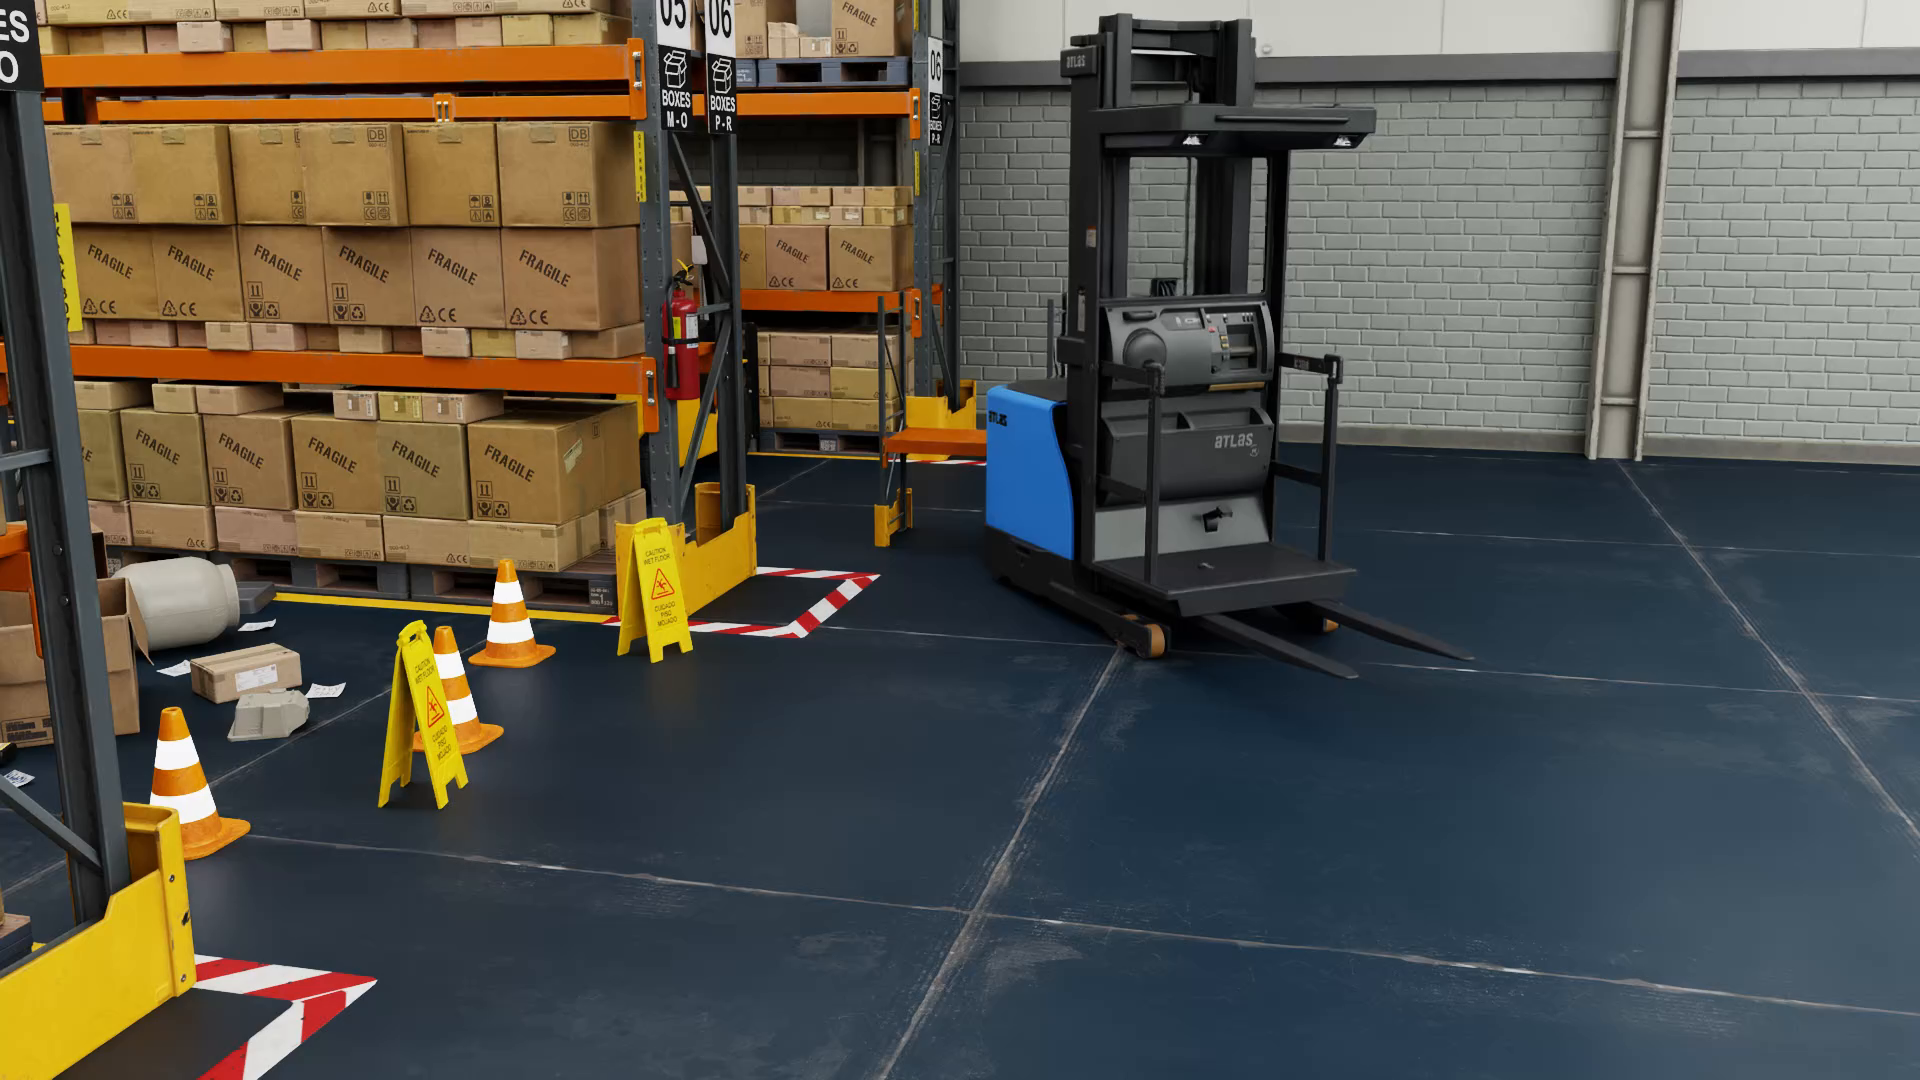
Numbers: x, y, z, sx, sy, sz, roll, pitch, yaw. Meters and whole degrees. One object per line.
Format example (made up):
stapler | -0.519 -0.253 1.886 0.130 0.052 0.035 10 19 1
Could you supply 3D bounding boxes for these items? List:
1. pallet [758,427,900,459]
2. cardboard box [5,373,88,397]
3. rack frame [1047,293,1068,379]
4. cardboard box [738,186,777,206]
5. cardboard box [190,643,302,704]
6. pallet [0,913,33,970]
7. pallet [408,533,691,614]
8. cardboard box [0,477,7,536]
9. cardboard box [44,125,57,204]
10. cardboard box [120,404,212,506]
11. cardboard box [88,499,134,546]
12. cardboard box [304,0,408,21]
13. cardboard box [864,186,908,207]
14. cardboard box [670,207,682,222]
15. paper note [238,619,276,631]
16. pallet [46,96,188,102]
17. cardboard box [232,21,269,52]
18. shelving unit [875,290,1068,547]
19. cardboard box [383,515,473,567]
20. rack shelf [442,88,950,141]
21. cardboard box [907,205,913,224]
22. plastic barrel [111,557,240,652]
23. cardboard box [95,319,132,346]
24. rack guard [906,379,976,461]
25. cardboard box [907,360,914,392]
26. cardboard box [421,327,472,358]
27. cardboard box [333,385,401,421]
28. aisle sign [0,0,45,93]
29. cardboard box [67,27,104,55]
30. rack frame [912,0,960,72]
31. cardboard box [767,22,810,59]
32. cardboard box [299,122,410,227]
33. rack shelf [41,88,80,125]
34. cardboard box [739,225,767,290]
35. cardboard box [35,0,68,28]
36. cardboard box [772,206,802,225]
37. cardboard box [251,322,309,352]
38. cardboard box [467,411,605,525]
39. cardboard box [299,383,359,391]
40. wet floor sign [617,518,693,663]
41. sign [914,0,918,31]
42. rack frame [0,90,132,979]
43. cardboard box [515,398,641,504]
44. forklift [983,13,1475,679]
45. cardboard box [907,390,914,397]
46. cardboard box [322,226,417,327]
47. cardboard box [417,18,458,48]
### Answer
pallet | -0.932 -0.881 13.719 1.213 0.211 1.003 3 13 14
cardboard box | -8.409 -1.588 15.269 0.500 0.500 0.500 3 13 15
rack frame | 0.576 -0.701 9.932 0.032 1.500 0.500 3 13 14
cardboard box | -1.589 -2.730 13.196 0.250 0.149 0.380 3 13 15
cardboard box | -3.121 0.581 7.272 0.250 0.149 0.380 12 17 43
pallet | -3.248 1.215 4.271 1.213 0.211 1.003 3 13 14
pallet | -2.219 0.140 9.115 1.213 0.211 1.003 3 13 14
cardboard box | -2.824 -0.205 3.884 0.550 0.550 0.875 3 13 14
cardboard box | -4.874 -1.989 9.048 0.500 0.500 0.700 3 13 13
cardboard box | -4.218 -0.491 9.171 0.500 0.500 0.500 4 13 16
cardboard box | -4.741 -0.151 9.366 0.500 0.250 0.500 2 13 11
cardboard box | -2.920 -2.726 8.331 0.500 0.250 0.500 3 13 15
cardboard box | -0.578 -2.697 13.048 0.250 0.149 0.380 3 13 14
cardboard box | -2.320 -2.629 13.427 0.250 0.149 0.380 3 13 12
paper note | -3.492 0.421 8.265 0.148 0.019 0.142 -1 13 -6
pallet | -7.266 -3.983 14.770 1.003 0.211 1.213 4 13 16
cardboard box | -3.505 -2.569 8.542 0.250 0.149 0.380 3 13 14
shelving unit | 0.074 -0.728 10.053 1.083 1.500 0.587 3 13 14
cardboard box | -2.716 -0.044 8.887 0.500 0.250 0.500 3 13 14
rack shelf | -2.121 -3.429 13.498 4.000 0.370 1.077 3 13 14
cardboard box | -0.447 -2.649 13.521 0.250 0.149 0.380 3 13 12
plastic barrel | -3.733 0.301 7.899 0.512 0.421 0.421 -9 15 -35
cardboard box | -4.497 -1.159 9.114 0.250 0.149 0.380 3 13 13
rack guard | -0.156 -0.990 13.542 0.348 0.500 1.175 3 13 14
cardboard box | -0.586 -1.387 13.782 0.500 0.250 0.500 3 13 15
cardboard box | -2.553 -1.034 8.550 0.250 0.149 0.380 3 13 15
cardboard box | -3.077 -0.733 8.760 0.250 0.149 0.380 4 13 16
aisle sign | -2.312 -1.450 3.843 0.004 0.787 0.394 3 13 14
cardboard box | -4.497 -2.634 8.837 0.250 0.149 0.380 3 13 14
rack frame | -0.180 -5.141 12.628 0.127 3.000 1.000 3 13 14
cardboard box | -1.303 -3.857 12.876 0.258 0.266 0.396 3 13 14
cardboard box | -2.923 -1.863 8.480 0.500 0.500 0.700 3 13 13
rack shelf | -7.191 -2.592 9.728 4.000 0.370 1.077 3 13 14
cardboard box | -1.719 -2.286 13.382 0.500 0.500 0.500 3 13 12
cardboard box | -4.887 -2.831 8.804 0.500 0.250 0.500 3 13 12
cardboard box | -1.314 -2.585 13.231 0.250 0.149 0.380 3 13 13
cardboard box | -3.529 -1.093 8.816 0.250 0.149 0.380 3 13 13
cardboard box | -2.206 -0.383 8.683 0.500 0.500 0.500 3 13 14
cardboard box | -5.324 -1.532 14.725 0.625 0.625 0.875 3 13 13
wet floor sign | -1.437 0.217 7.768 0.232 0.644 0.267 8 15 33
sign | -0.323 -3.956 12.354 0.005 0.325 0.100 3 13 14
rack frame | -2.453 -0.122 3.856 0.127 3.000 1.000 3 13 14
cardboard box | -2.105 -0.498 9.199 0.500 0.500 0.500 3 13 12
forklift | 1.215 -0.984 7.902 1.130 2.935 3.031 -6 14 -25
cardboard box | -0.610 -1.141 13.830 0.500 0.250 0.500 3 13 14
cardboard box | -2.928 -1.386 8.636 0.500 0.500 0.500 3 13 13
cardboard box | -2.508 -2.523 8.336 0.250 0.149 0.380 3 13 14
